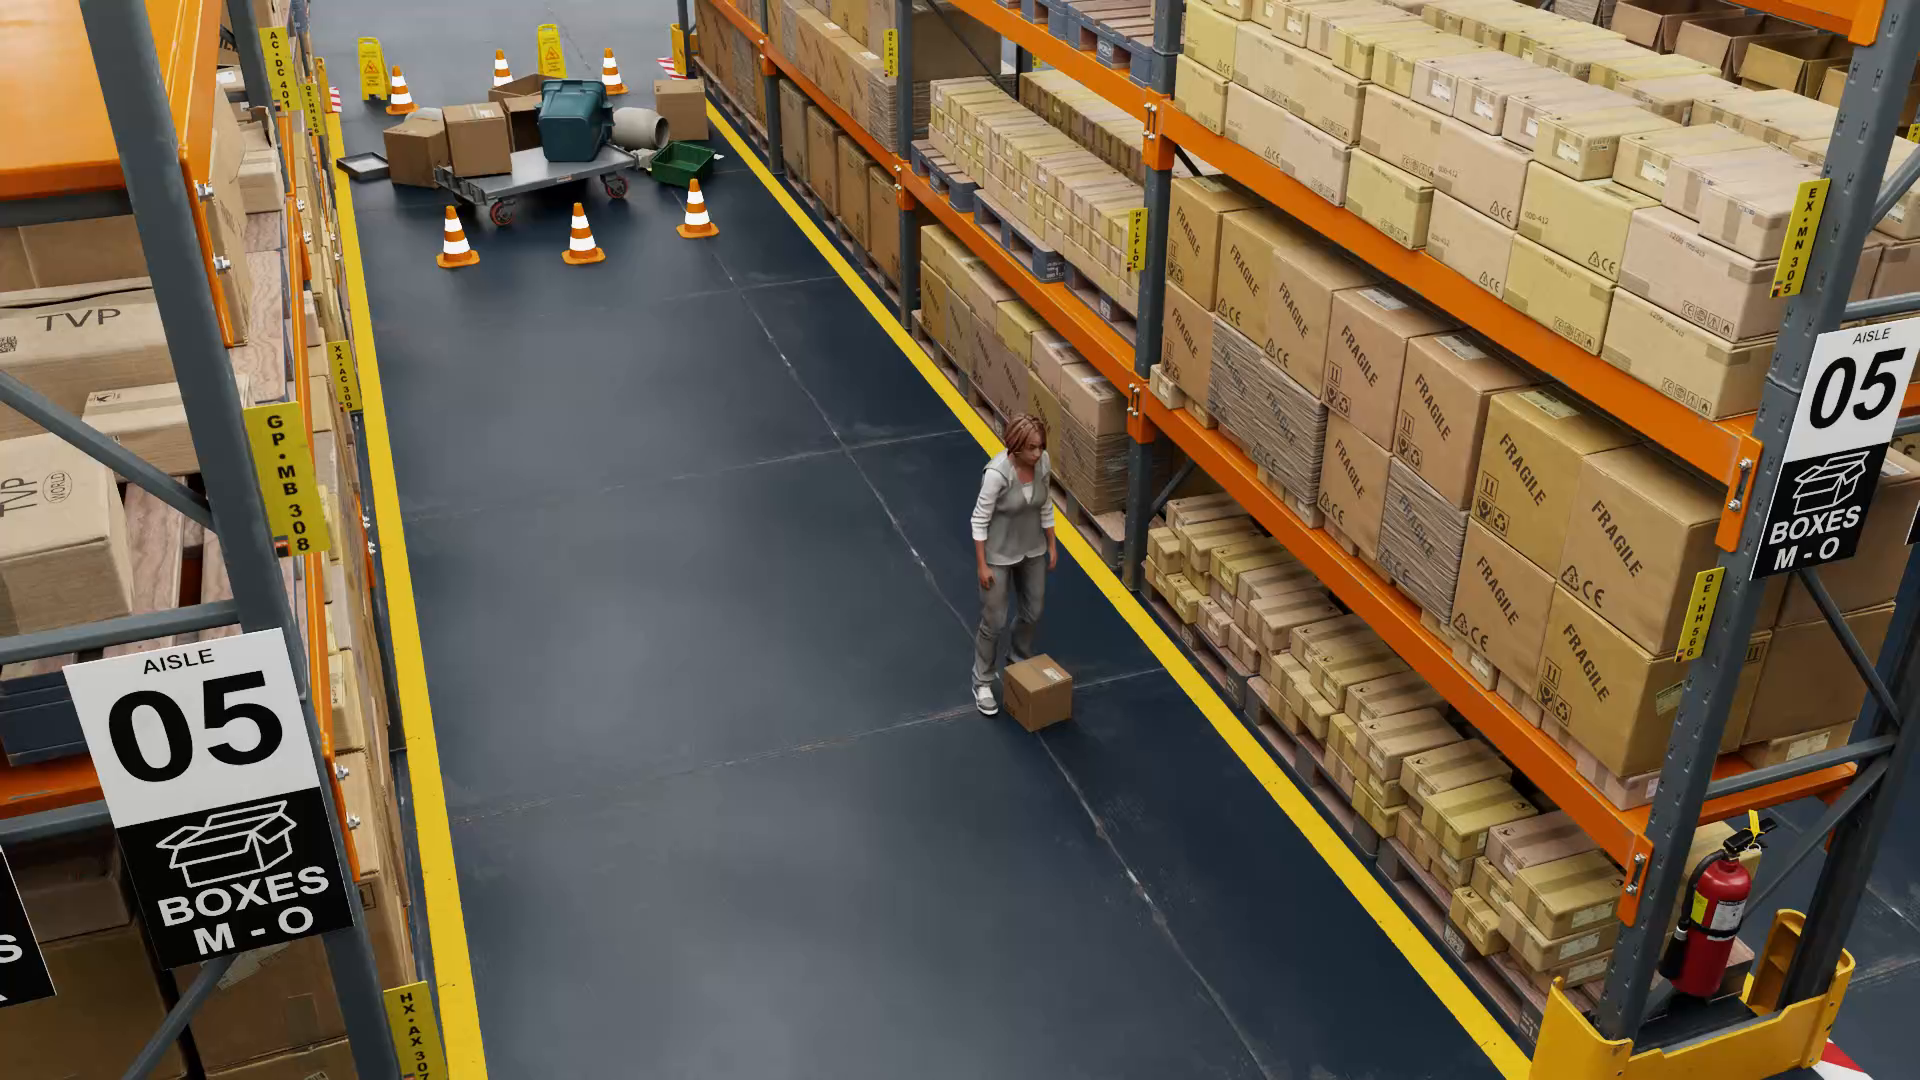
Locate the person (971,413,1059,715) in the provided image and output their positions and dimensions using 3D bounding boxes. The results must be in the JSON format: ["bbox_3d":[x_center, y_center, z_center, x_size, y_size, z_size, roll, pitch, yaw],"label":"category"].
[{"bbox_3d":[0.263,0.091,8.197,0.484,1.583,0.341,-17,34,-27],"label":"person"}]
